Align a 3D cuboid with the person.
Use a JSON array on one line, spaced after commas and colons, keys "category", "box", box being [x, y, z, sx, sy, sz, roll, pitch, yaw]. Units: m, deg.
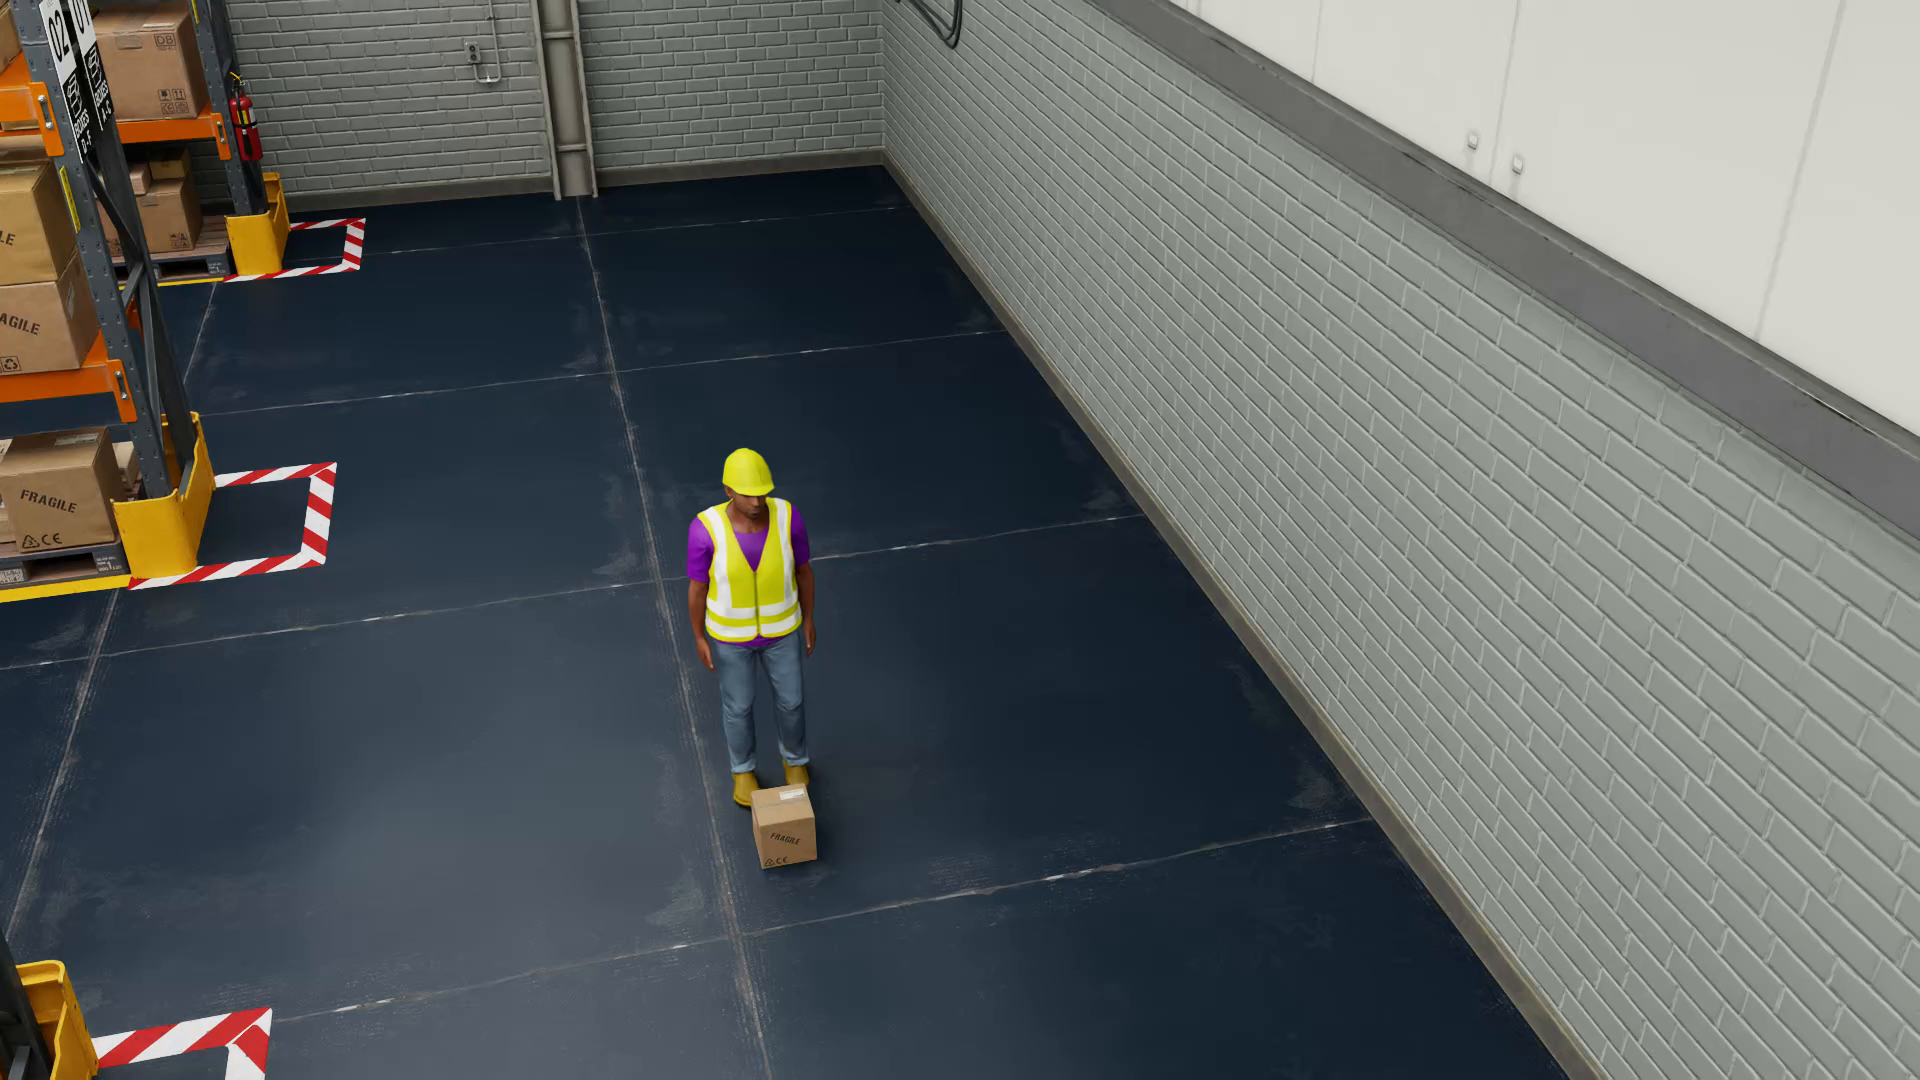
[{"category": "person", "box": [-0.923, 0.423, 7.533, 0.575, 1.815, 0.369, -8, 31, -14]}]
